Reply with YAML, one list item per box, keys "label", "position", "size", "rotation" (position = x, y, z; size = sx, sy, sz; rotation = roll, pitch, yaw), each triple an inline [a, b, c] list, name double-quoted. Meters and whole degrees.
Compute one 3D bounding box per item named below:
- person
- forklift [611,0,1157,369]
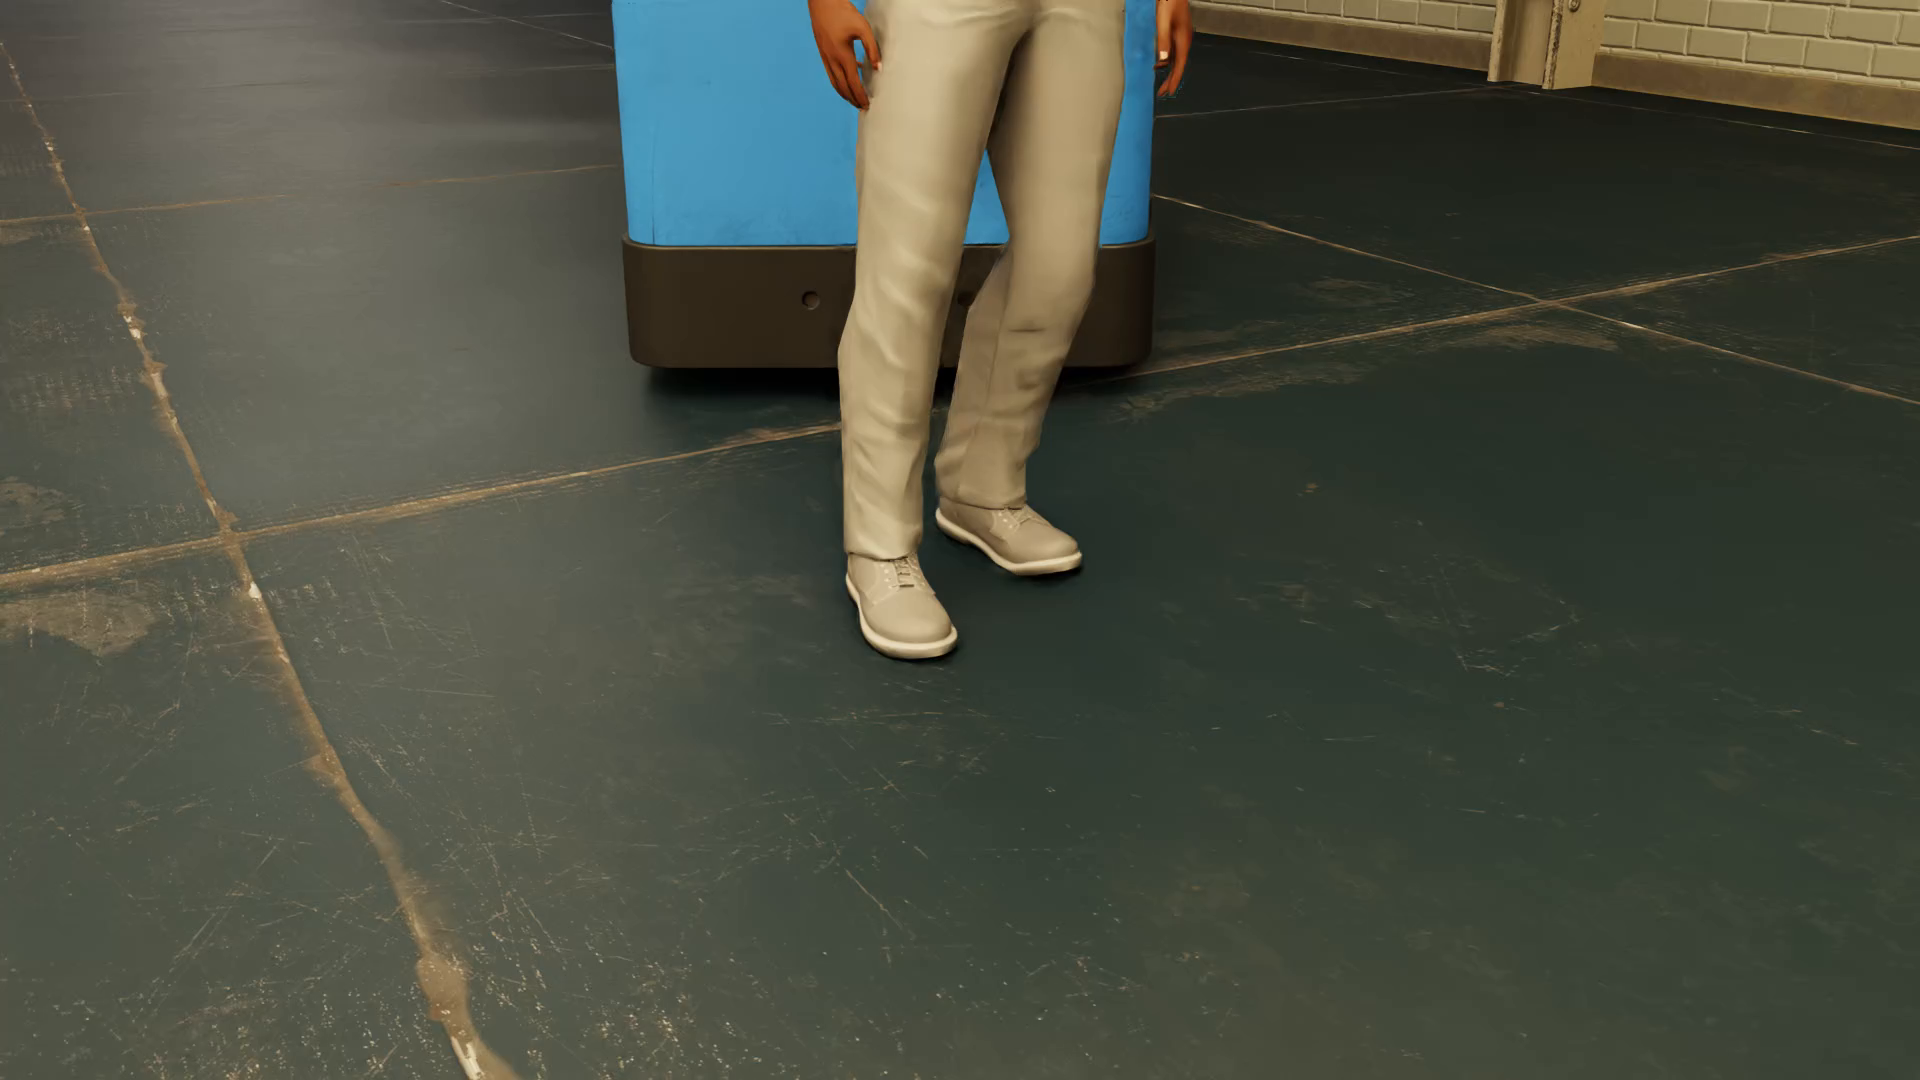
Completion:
- label: "person"
  position: [0.060, -0.734, 2.231]
  size: [0.593, 1.685, 0.528]
  rotation: [-11, 25, -25]
- label: "forklift"
  position: [-0.157, -2.202, 4.140]
  size: [1.130, 2.935, 3.031]
  rotation: [0, 22, -1]
